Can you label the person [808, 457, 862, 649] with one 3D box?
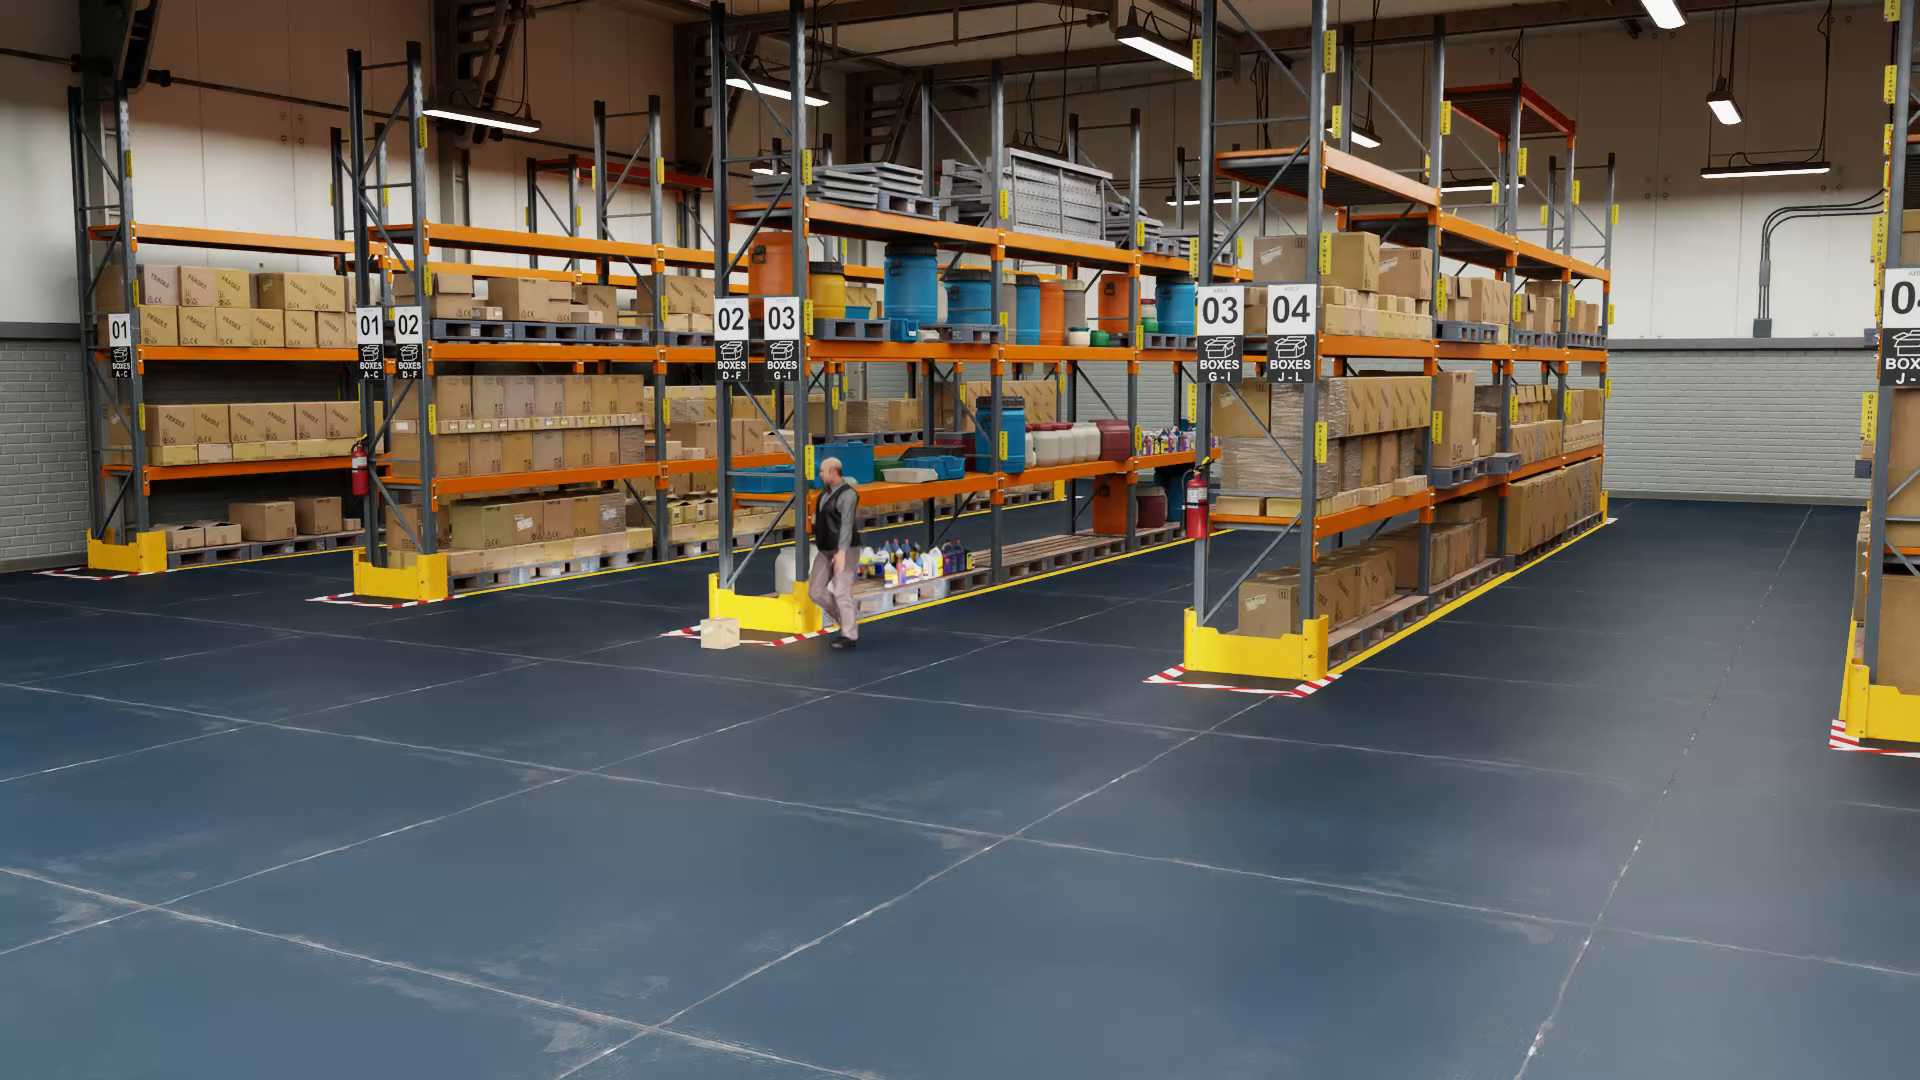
[{"bbox_3d":[-1.102,0.115,14.972,0.474,1.720,0.584,-5,8,-40],"label":"person"}]
